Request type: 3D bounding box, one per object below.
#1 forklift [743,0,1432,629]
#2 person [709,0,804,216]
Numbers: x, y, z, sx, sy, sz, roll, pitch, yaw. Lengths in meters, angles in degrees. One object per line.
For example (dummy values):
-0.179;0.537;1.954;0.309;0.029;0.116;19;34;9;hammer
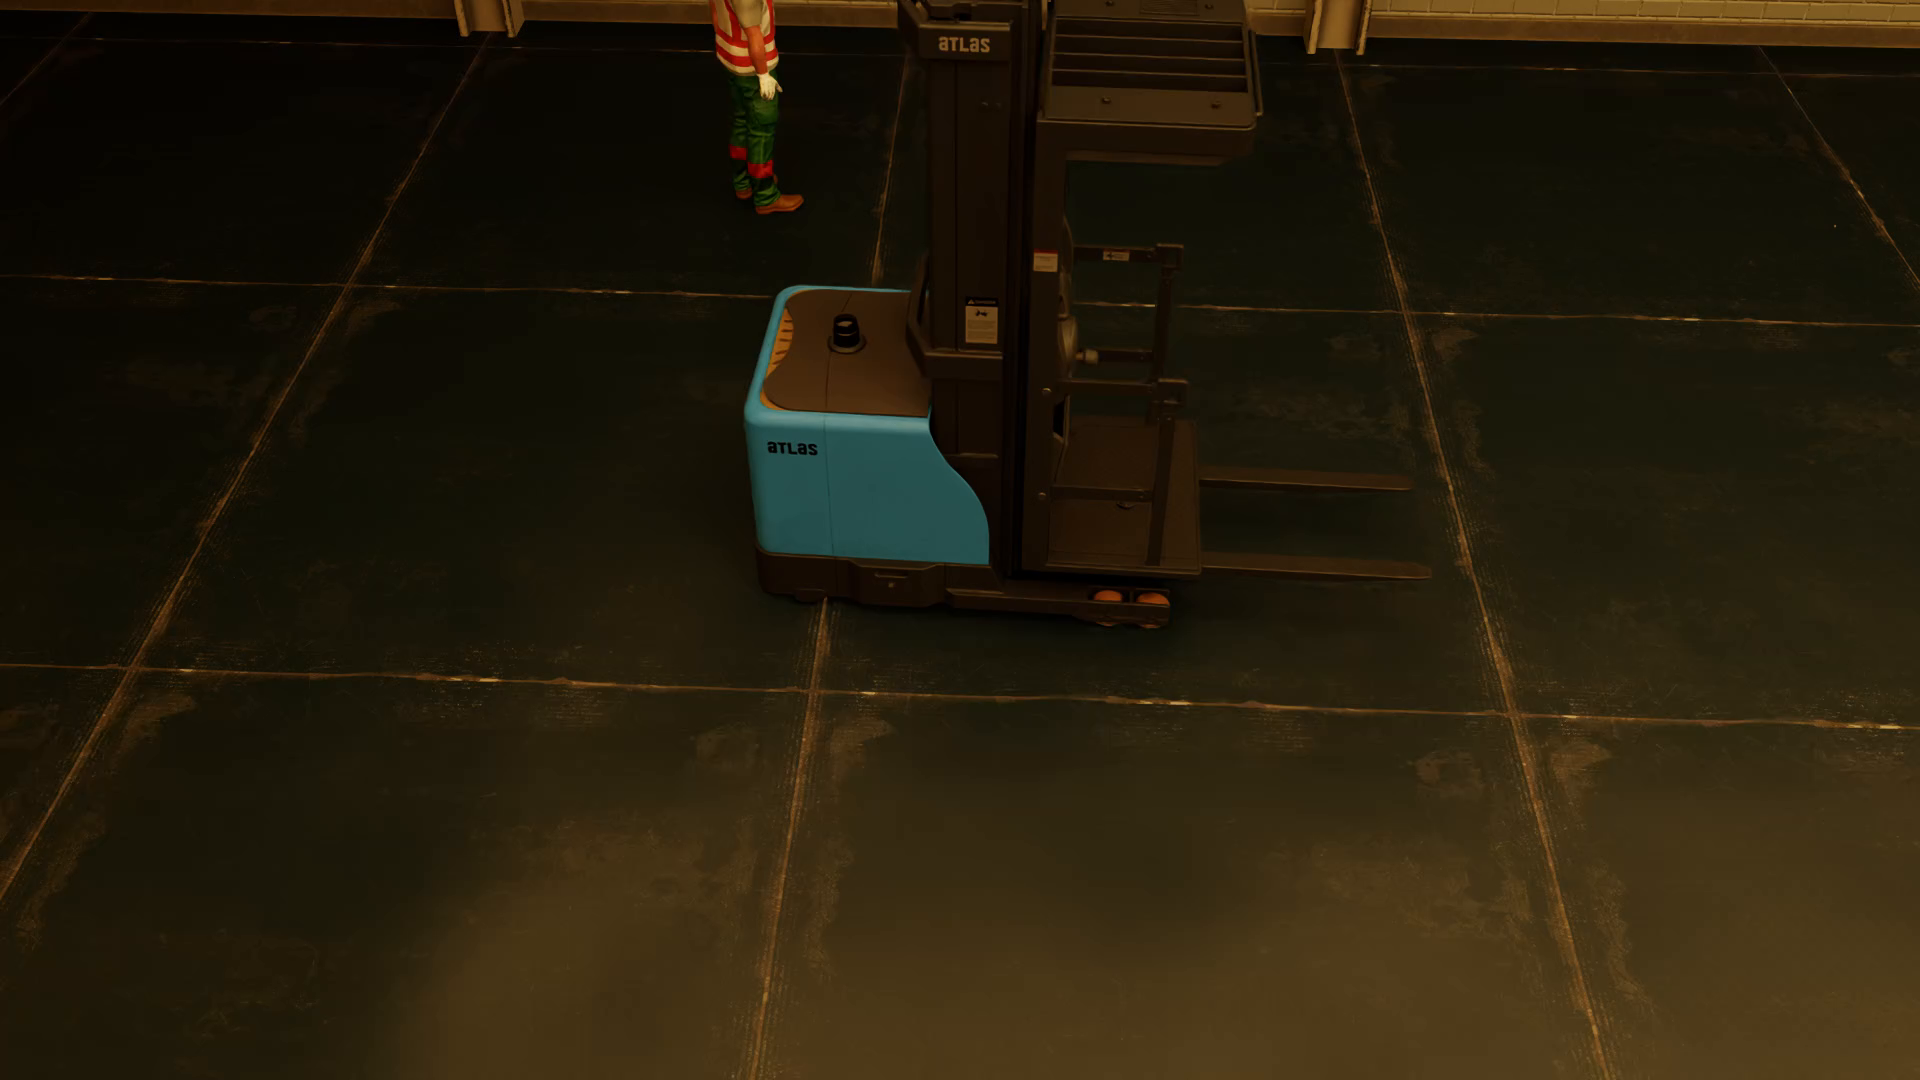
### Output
0.620;-1.060;6.903;3.031;2.935;1.130;3;42;3;forklift
-1.202;-2.759;9.611;0.357;1.795;0.566;-22;47;-22;person
